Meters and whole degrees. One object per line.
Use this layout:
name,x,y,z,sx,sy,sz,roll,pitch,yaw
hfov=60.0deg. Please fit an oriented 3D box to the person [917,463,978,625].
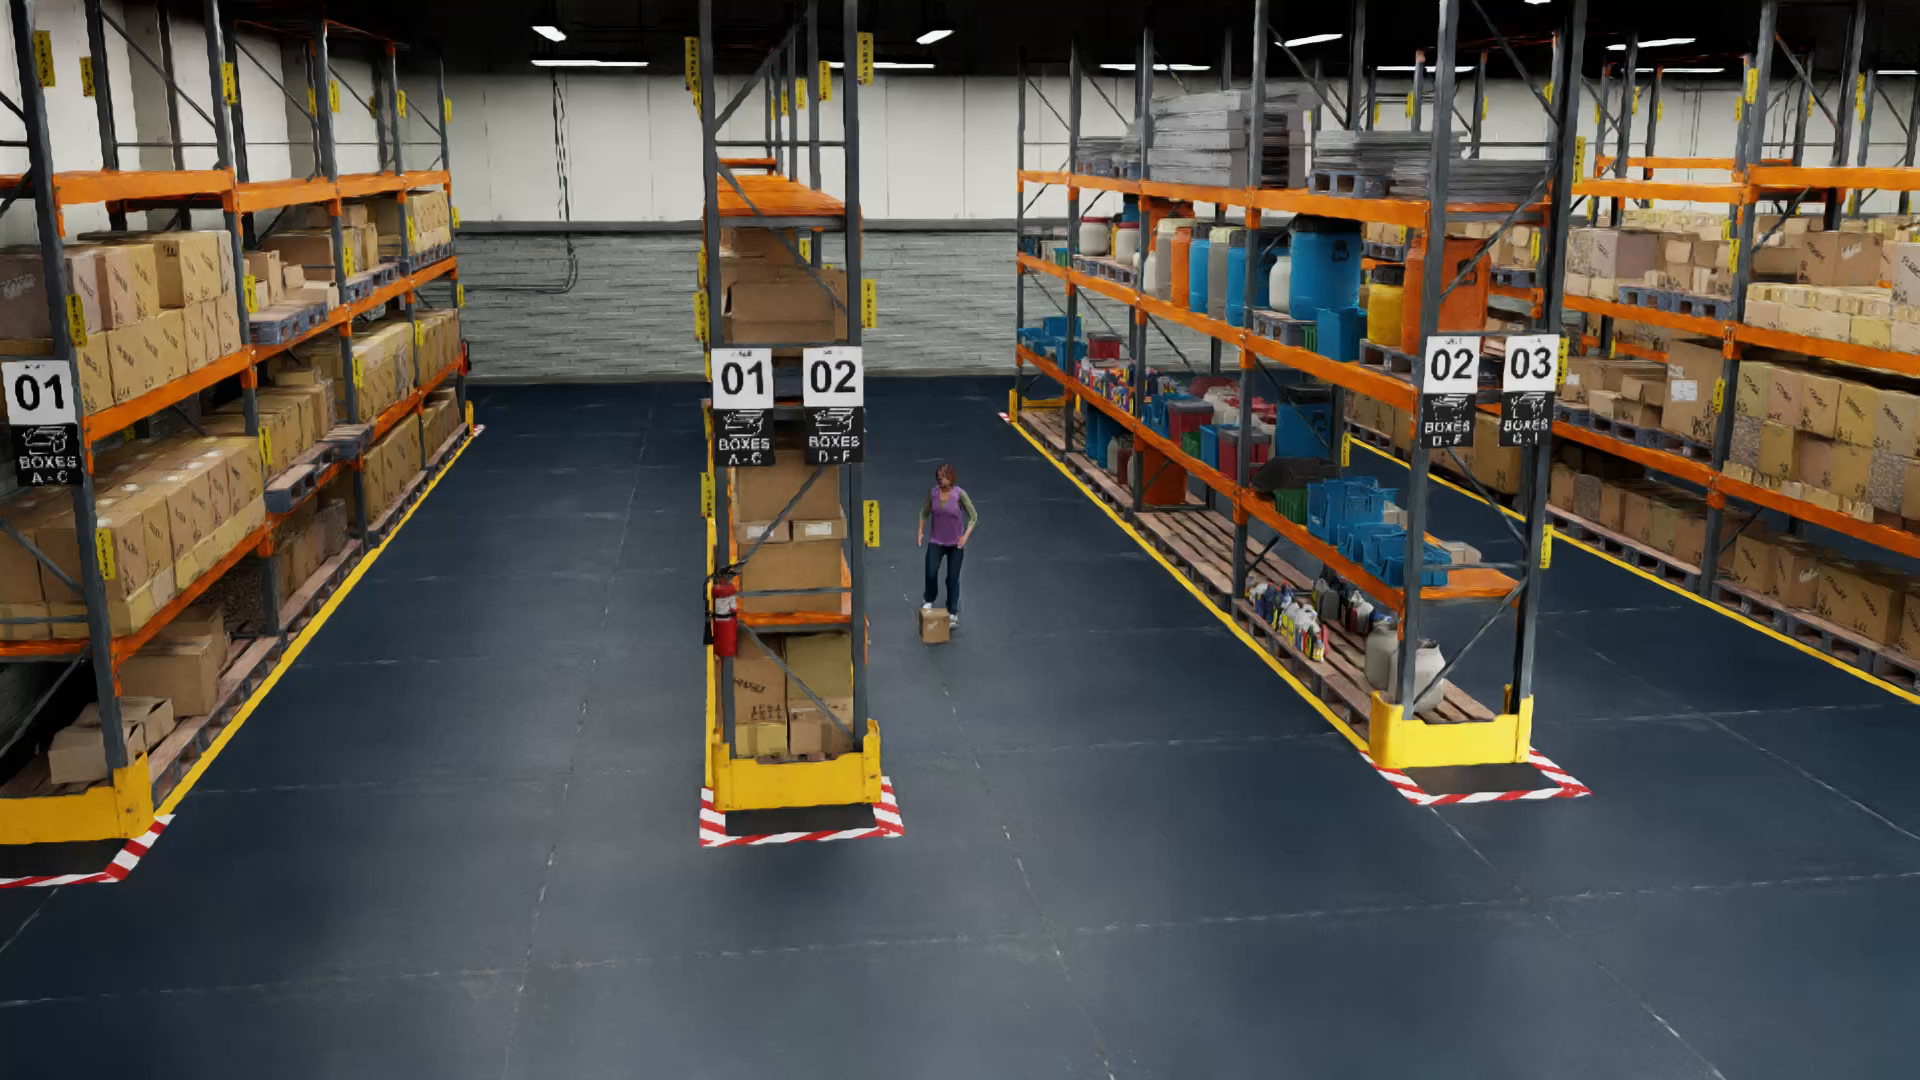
person,-0.121,0.050,15.869,0.585,1.563,0.439,2,14,8
